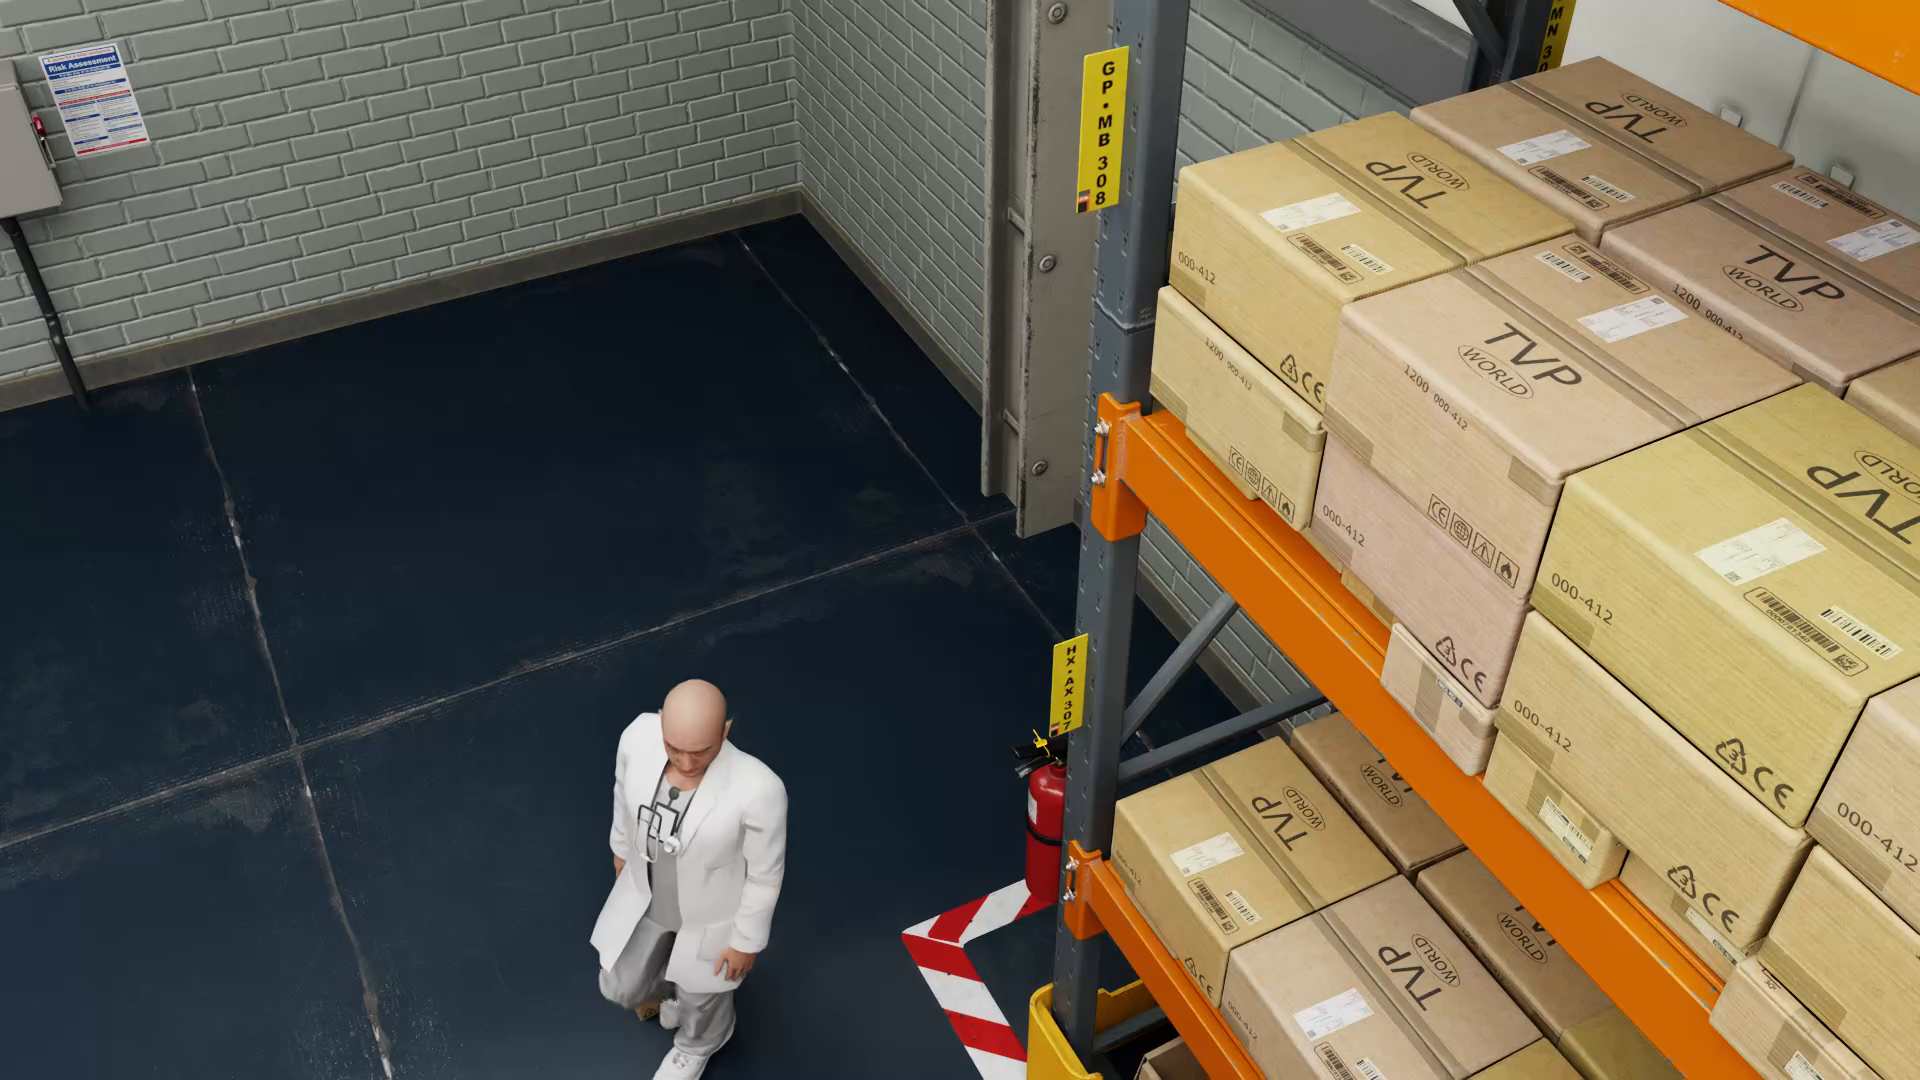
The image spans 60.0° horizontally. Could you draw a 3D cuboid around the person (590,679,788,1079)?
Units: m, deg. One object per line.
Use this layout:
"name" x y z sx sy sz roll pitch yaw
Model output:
"person" -0.805 1.066 4.911 0.639 1.774 0.513 19 44 21
